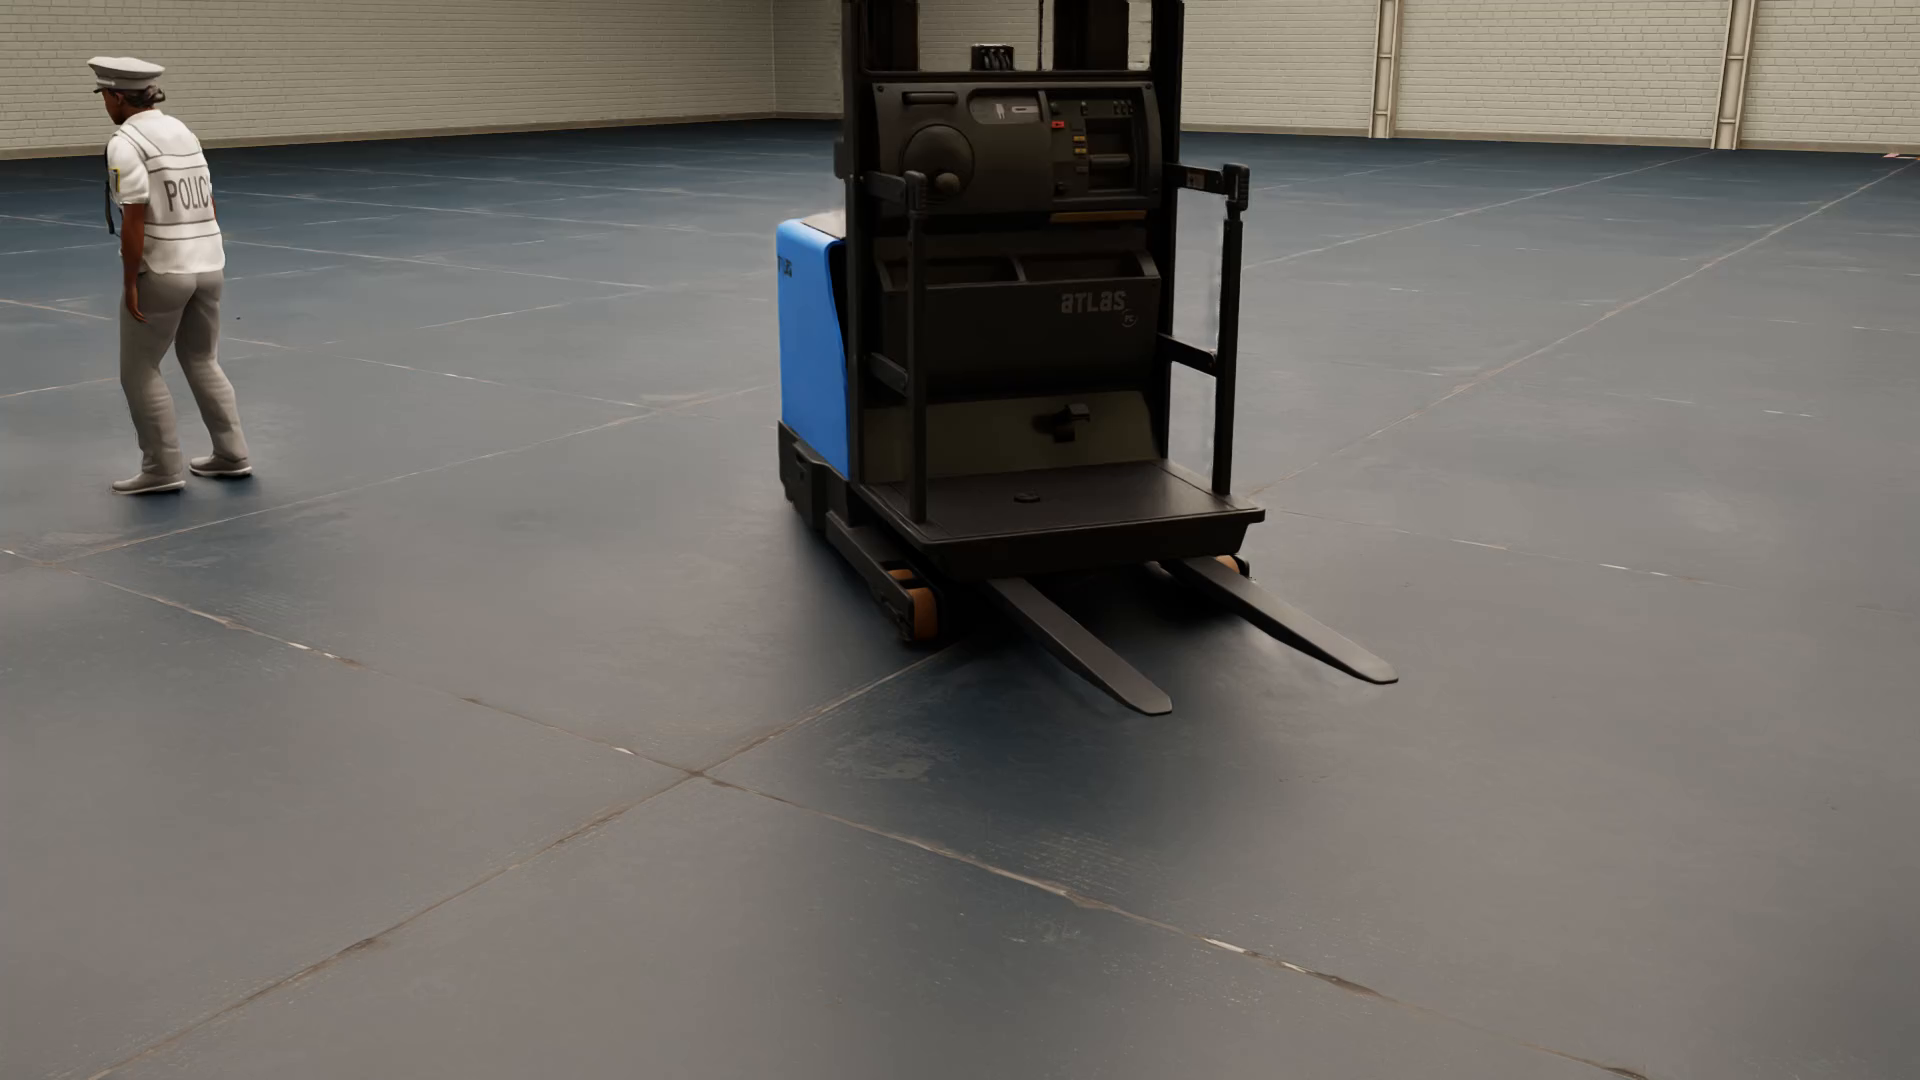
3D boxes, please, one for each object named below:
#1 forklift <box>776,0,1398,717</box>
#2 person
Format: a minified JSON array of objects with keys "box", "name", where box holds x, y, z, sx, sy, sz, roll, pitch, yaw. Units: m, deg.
[{"box":[0.257,-1.230,4.947,1.130,2.935,3.031,-6,18,-18],"name":"forklift"},{"box":[-3.112,-1.022,6.505,0.419,1.674,0.510,5,17,15],"name":"person"}]
